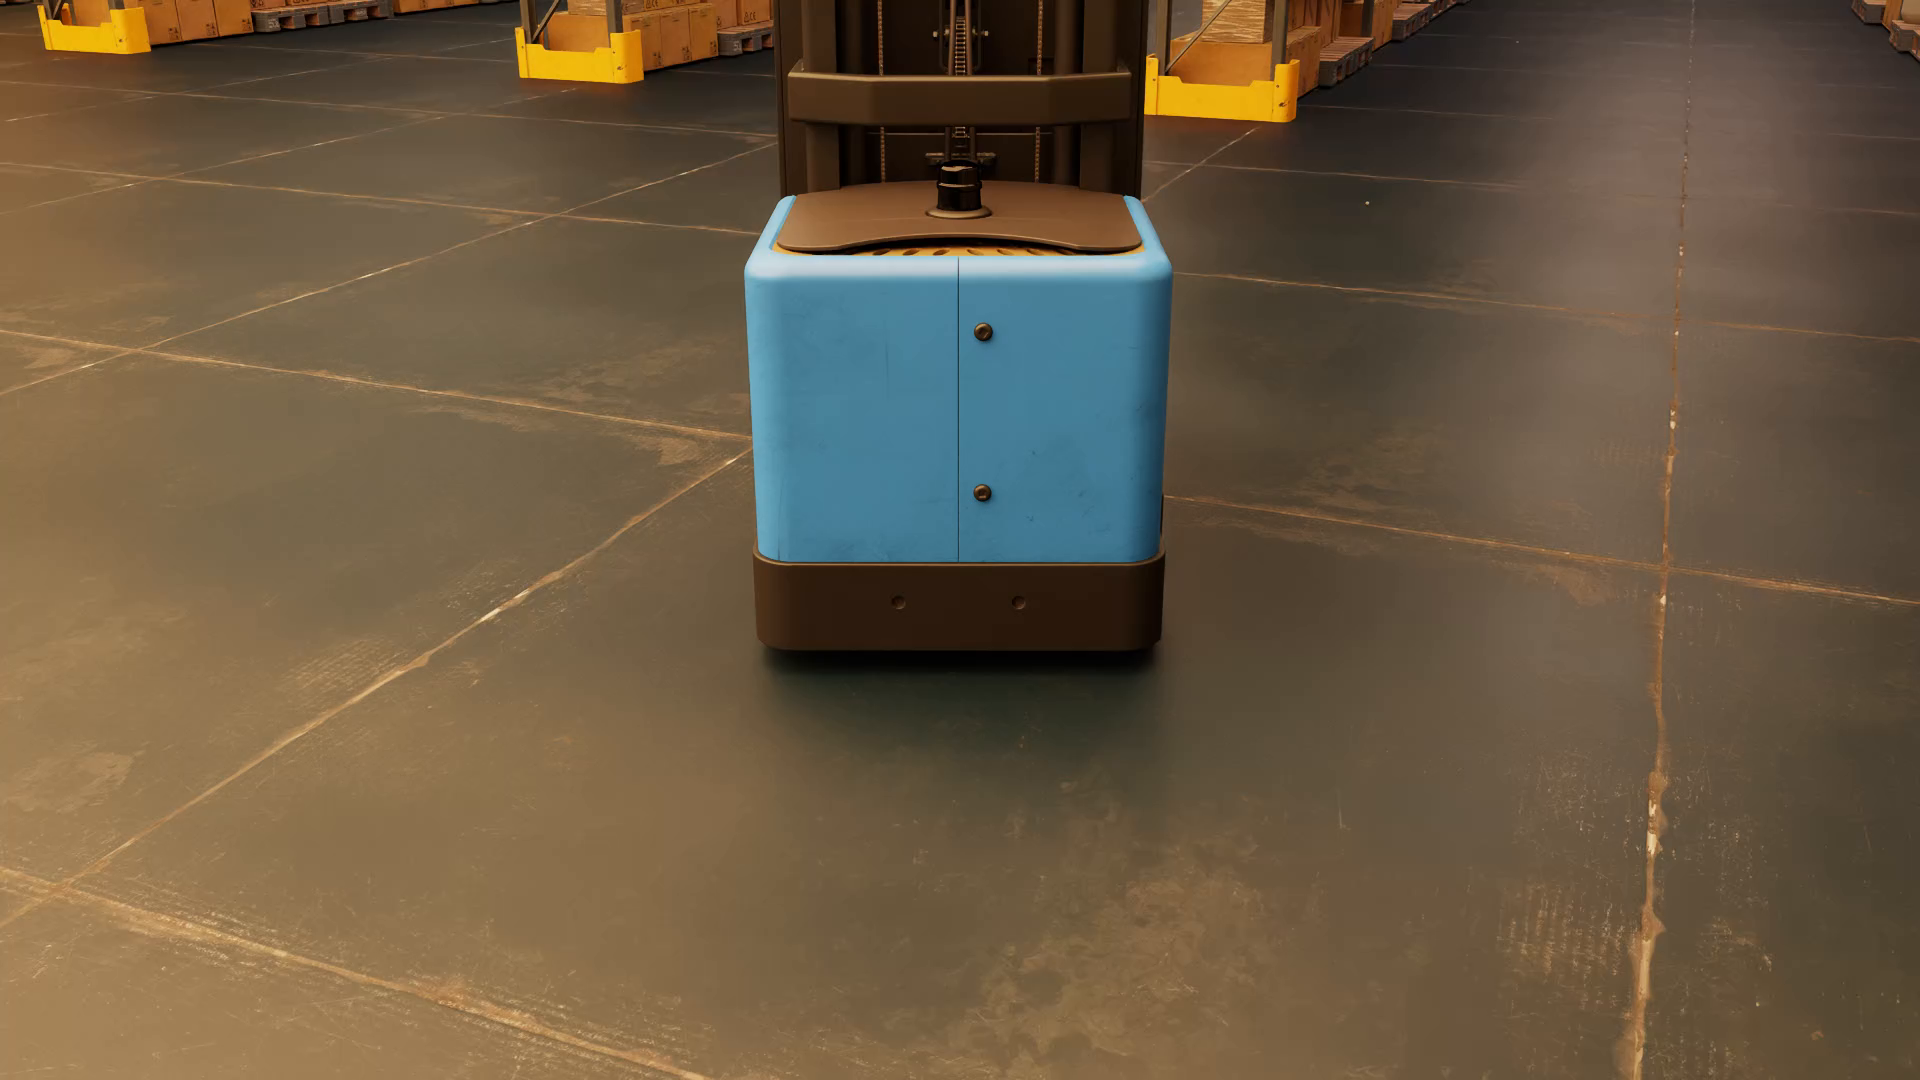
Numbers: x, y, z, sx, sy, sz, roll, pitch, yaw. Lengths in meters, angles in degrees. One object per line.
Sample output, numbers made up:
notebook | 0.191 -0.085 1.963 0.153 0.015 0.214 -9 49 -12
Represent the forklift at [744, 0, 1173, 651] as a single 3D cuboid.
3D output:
forklift | 0.002 -1.587 5.089 1.130 2.935 3.031 0 23 0
